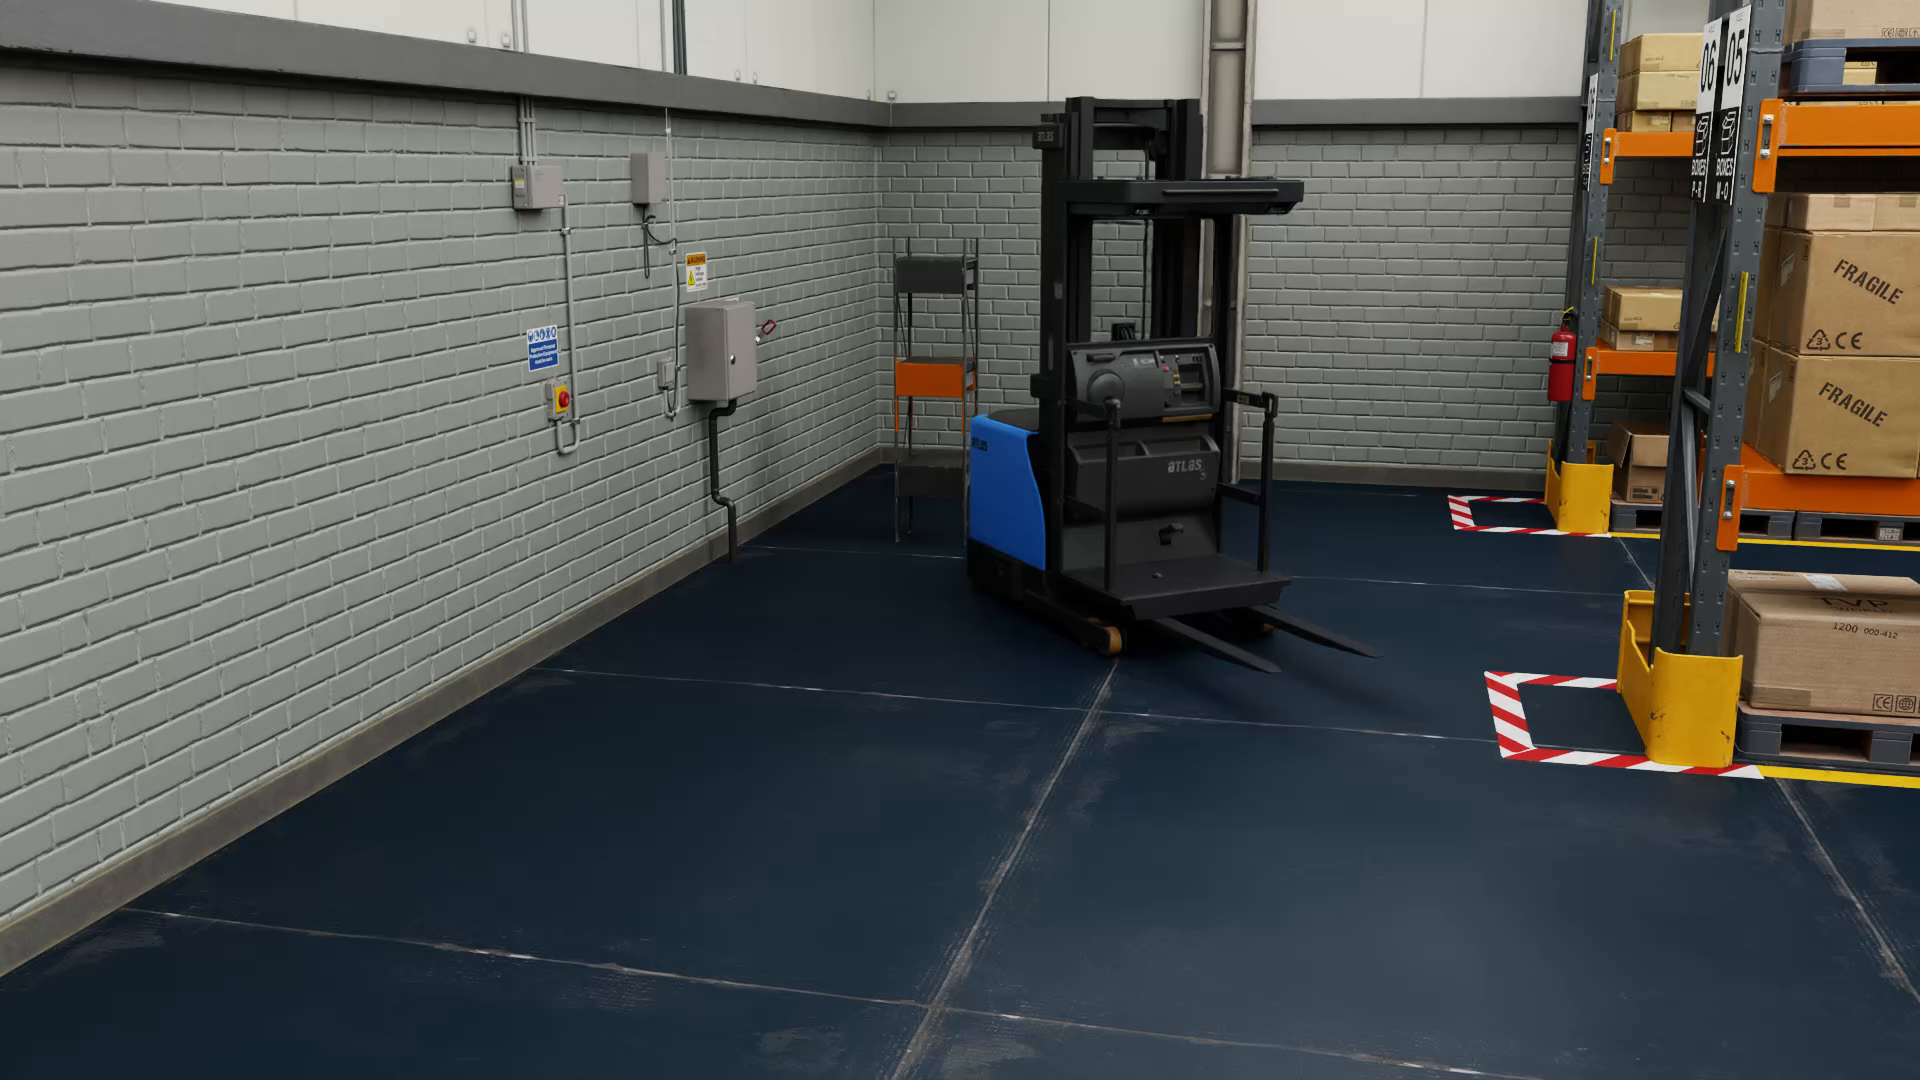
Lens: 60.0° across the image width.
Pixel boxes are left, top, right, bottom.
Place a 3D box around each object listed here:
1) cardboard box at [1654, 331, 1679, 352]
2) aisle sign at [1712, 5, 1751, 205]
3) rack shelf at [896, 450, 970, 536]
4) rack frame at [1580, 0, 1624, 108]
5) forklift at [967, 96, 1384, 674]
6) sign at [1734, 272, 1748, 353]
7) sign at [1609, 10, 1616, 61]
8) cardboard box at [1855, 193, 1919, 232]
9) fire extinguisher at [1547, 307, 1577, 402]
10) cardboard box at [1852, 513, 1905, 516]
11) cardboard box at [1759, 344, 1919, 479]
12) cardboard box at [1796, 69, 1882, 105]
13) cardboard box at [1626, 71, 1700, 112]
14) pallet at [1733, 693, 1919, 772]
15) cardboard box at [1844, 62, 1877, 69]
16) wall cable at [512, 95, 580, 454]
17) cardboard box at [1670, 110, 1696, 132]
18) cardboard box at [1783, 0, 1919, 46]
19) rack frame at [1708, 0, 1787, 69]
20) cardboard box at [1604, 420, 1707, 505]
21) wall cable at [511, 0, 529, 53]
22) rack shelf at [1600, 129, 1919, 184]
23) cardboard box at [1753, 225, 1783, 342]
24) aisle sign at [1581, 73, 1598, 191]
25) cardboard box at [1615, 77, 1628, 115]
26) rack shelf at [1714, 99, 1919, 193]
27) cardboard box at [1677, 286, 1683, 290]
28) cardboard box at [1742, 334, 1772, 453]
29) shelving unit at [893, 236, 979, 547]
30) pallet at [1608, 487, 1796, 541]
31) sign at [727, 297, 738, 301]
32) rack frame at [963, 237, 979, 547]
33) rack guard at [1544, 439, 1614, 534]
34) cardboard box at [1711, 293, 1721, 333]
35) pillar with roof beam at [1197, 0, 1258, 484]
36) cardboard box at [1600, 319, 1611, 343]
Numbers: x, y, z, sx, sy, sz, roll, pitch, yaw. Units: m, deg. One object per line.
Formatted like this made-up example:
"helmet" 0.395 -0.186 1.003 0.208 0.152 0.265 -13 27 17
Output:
"cardboard box" 5.059 -1.439 11.872 0.250 0.149 0.380 3 13 15
"aisle sign" 3.223 -1.807 6.952 0.004 0.787 0.394 3 13 14
"rack shelf" -0.161 -0.337 11.700 0.480 0.518 0.431 3 13 14
"rack frame" 4.548 -4.568 11.548 0.127 3.000 1.000 3 13 14
"forklift" 1.131 -0.912 9.080 1.130 2.935 3.031 -6 14 -25
"sign" 3.224 -0.940 6.865 0.005 0.325 0.100 3 13 14
"sign" 4.418 -3.416 11.264 0.005 0.325 0.100 3 13 14
"cardboard box" 3.912 -1.374 6.963 0.250 0.149 0.380 3 13 15
"fire extinguisher" 4.294 -1.330 11.843 0.183 0.674 0.296 3 13 14
"cardboard box" 6.429 -0.471 11.735 0.500 0.500 0.500 3 13 15
"cardboard box" 3.760 -0.559 7.097 0.500 0.500 0.500 3 13 13
"cardboard box" 5.906 -3.044 11.263 0.500 0.250 0.500 3 13 12
"cardboard box" 4.913 -3.095 11.494 0.500 0.250 0.500 3 13 13
"pallet" 4.157 0.791 7.681 1.213 0.211 1.003 3 13 14
"cardboard box" 5.899 -3.290 11.219 0.500 0.250 0.500 3 13 13
"wall cable" -2.118 -1.394 8.675 0.123 1.953 0.585 3 13 14
"cardboard box" 5.063 -2.908 11.569 0.250 0.149 0.380 3 13 15
"cardboard box" 3.821 -2.236 7.107 0.500 0.250 0.500 2 13 8
"rack frame" 3.362 -3.524 6.842 0.127 3.000 1.000 3 13 14
"cardboard box" 5.119 -0.574 12.190 0.637 0.503 0.797 3 13 11
"wall cable" -2.228 -3.760 7.906 0.029 3.000 0.463 3 13 14
"rack shelf" 6.490 -2.649 11.483 4.000 0.370 1.077 3 13 14
"cardboard box" 3.887 -1.157 7.486 0.500 0.500 0.500 4 13 15
"aisle sign" 4.411 -2.850 11.654 0.004 0.787 0.394 3 13 14
"cardboard box" 5.045 -3.210 12.011 0.500 0.250 0.500 3 13 13
"rack shelf" 5.304 -1.605 6.777 4.000 0.370 1.077 3 13 14
"cardboard box" 5.559 -1.716 12.204 0.500 0.250 0.500 3 13 14
"cardboard box" 3.894 -0.675 7.619 0.500 0.500 0.500 3 13 14
"shelving unit" -0.161 -1.034 11.545 0.503 2.100 0.431 3 13 14
"pallet" 5.396 -0.233 12.296 1.213 0.211 1.003 3 13 14
"sign" -1.555 -1.386 11.273 0.001 0.494 0.329 3 13 14
"rack frame" 0.076 -1.021 11.488 0.015 2.100 0.400 3 13 14
"rack guard" 4.622 -0.415 12.451 0.348 0.500 1.175 3 13 14
"cardboard box" 5.413 -1.605 11.702 0.500 0.250 0.500 3 13 14
"pillar with roof beam" 1.115 -3.992 8.952 0.400 9.000 9.100 3 13 14
"cardboard box" 4.934 -1.556 12.402 0.250 0.149 0.380 3 13 13
